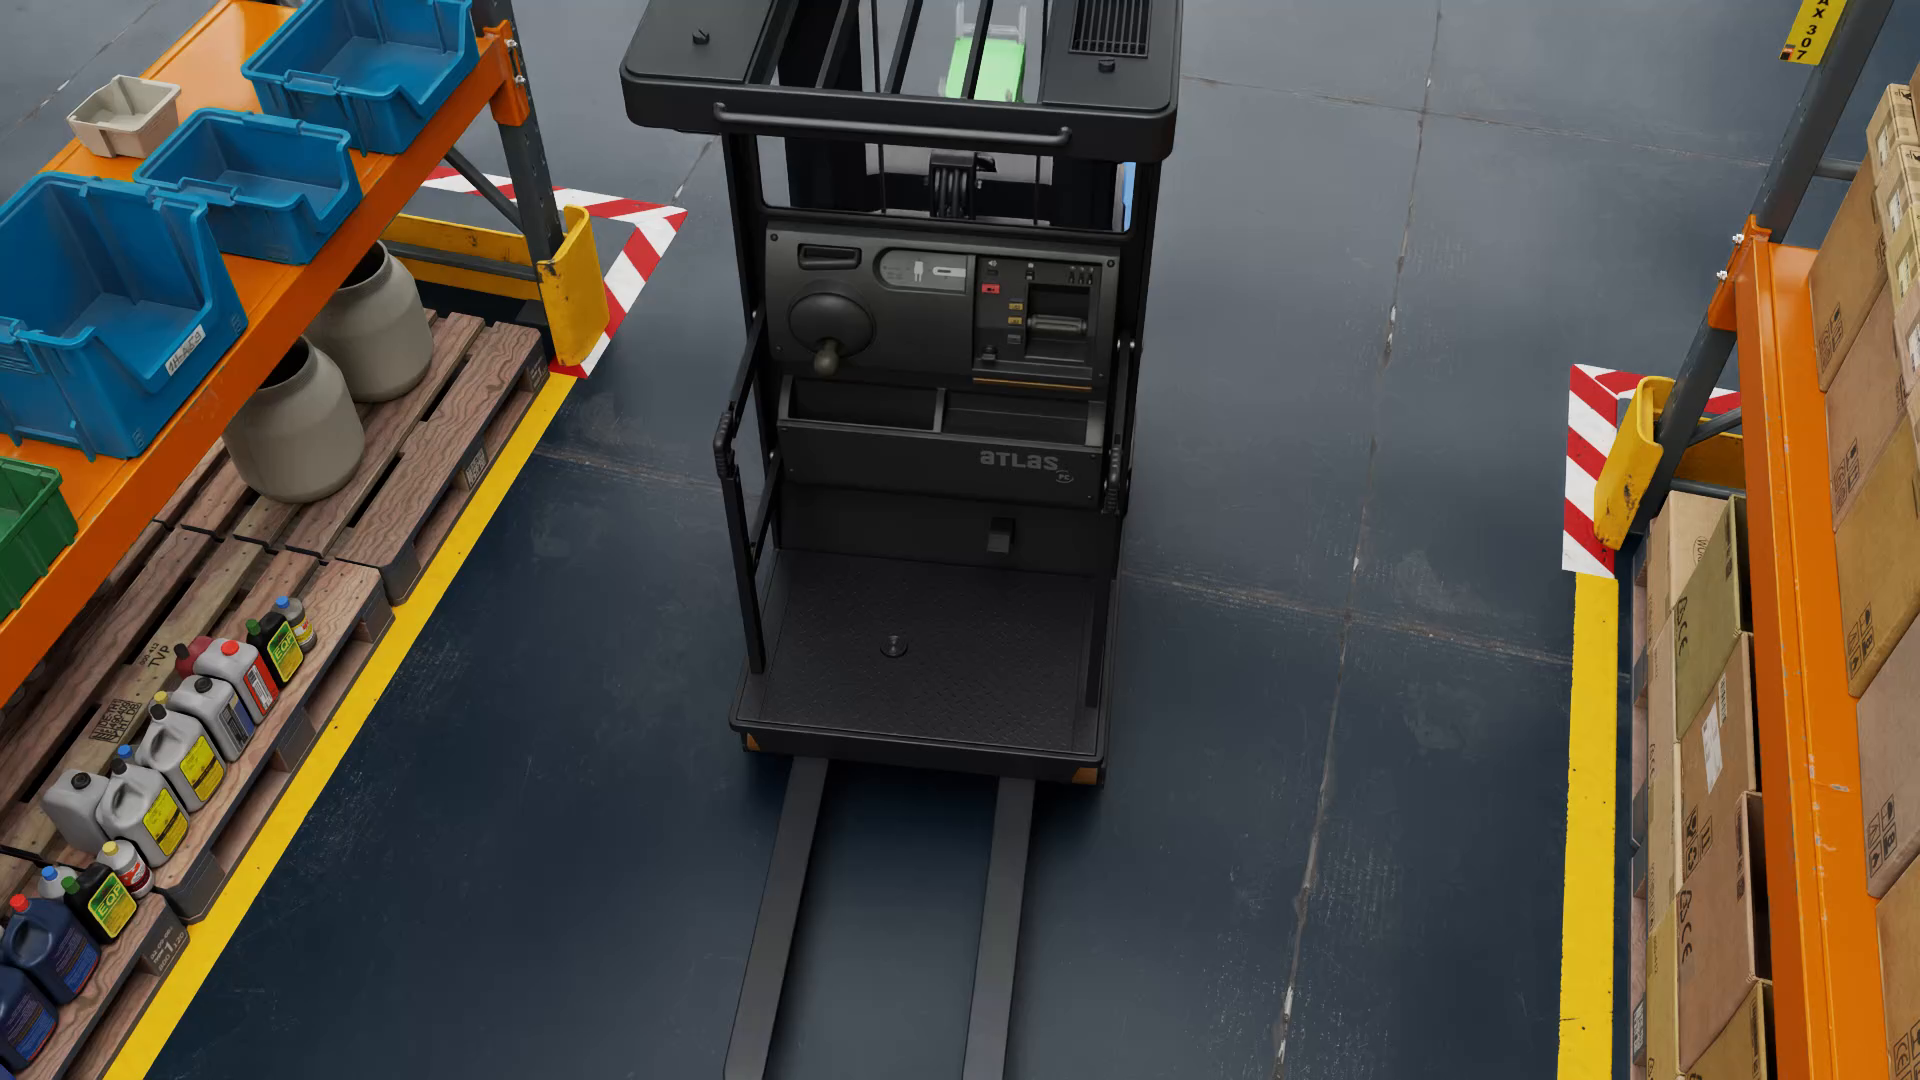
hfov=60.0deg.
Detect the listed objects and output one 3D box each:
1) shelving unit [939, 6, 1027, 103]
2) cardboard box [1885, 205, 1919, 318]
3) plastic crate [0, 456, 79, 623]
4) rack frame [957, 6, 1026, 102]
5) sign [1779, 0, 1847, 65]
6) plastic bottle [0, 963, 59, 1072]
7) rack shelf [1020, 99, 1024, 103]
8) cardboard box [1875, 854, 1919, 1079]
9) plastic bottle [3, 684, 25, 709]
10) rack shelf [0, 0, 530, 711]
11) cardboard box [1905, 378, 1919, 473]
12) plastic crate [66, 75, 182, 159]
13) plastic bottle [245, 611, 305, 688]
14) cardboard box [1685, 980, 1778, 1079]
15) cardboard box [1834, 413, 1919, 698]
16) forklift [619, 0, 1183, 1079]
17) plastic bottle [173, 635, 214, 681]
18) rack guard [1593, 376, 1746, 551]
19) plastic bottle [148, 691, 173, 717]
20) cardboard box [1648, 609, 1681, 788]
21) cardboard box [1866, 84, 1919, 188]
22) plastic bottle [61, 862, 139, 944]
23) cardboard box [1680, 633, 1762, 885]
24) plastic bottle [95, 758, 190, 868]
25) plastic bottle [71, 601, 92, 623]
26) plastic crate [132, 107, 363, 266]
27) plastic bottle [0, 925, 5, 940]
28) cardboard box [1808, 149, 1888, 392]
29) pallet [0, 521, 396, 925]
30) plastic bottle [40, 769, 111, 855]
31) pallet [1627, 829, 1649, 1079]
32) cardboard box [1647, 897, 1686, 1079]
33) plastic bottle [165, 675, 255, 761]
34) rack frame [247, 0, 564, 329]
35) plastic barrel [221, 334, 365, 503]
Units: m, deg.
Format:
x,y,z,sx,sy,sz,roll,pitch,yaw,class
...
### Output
x,y,z,sx,sy,sz,roll,pitch,yaw,class
0.080,-1.267,6.068,0.258,1.200,0.503,5,49,5,shelving unit
2.343,-0.600,3.780,0.380,0.149,0.250,12,50,10,cardboard box
-2.413,0.092,3.810,0.450,0.188,0.662,12,50,10,plastic crate
0.109,-1.448,6.228,0.240,1.200,0.015,5,49,5,rack frame
2.254,-1.392,4.348,0.100,0.325,0.005,12,50,10,sign
-2.430,1.177,4.184,0.144,0.351,0.185,13,50,11,plastic bottle
0.080,-1.383,5.936,0.258,0.148,0.480,5,49,5,rack shelf
2.114,0.828,2.952,0.700,0.500,0.500,12,50,11,cardboard box
-2.884,0.382,4.939,0.097,0.271,0.097,0,49,0,plastic bottle
-2.516,-0.261,4.460,1.077,0.370,4.000,12,50,10,rack shelf
2.207,-0.225,3.448,0.380,0.149,0.250,10,49,9,cardboard box
-2.536,-1.275,5.050,0.298,0.136,0.250,12,50,10,plastic crate
-2.063,0.311,4.993,0.061,0.283,0.133,13,50,11,plastic bottle
1.917,1.350,3.611,0.500,0.500,0.500,12,50,10,cardboard box
2.383,0.075,3.616,0.700,0.500,0.500,12,50,10,cardboard box
-0.076,-0.506,4.242,1.130,2.935,3.031,5,49,5,forklift
-2.246,0.379,4.933,0.061,0.283,0.133,12,50,10,plastic bottle
2.794,-0.156,5.554,1.175,0.500,0.348,12,50,10,rack guard
-2.305,0.516,4.867,0.097,0.201,0.097,0,49,0,plastic bottle
2.304,0.512,4.852,0.500,0.250,0.500,12,50,10,cardboard box
2.477,-0.972,4.108,0.380,0.149,0.250,11,50,10,cardboard box
-2.297,0.951,4.428,0.061,0.283,0.133,14,50,12,plastic bottle
2.183,0.627,4.249,0.500,0.500,0.500,12,50,10,cardboard box
-2.268,0.733,4.576,0.144,0.351,0.185,11,50,10,plastic bottle
-2.795,0.160,5.182,0.097,0.201,0.097,0,49,0,plastic bottle
-2.009,-1.007,4.737,0.499,0.251,0.408,12,50,10,plastic crate
-2.508,1.074,4.328,0.097,0.271,0.097,0,49,0,plastic bottle
2.653,-0.663,4.268,0.700,0.500,0.500,12,50,10,cardboard box
-2.507,0.507,5.161,1.003,0.211,1.213,12,50,10,pallet
-2.418,0.746,4.614,0.152,0.276,0.135,12,50,10,plastic bottle
2.304,1.398,4.375,1.003,0.211,1.213,12,50,10,pallet
2.036,1.234,4.214,0.500,0.250,0.500,12,50,10,cardboard box
-2.180,0.502,4.829,0.152,0.276,0.135,10,49,9,plastic bottle
-1.990,-1.946,5.467,1.000,3.000,0.127,12,50,10,rack frame
-2.221,-0.408,5.488,0.421,0.512,0.421,0,49,0,plastic barrel
